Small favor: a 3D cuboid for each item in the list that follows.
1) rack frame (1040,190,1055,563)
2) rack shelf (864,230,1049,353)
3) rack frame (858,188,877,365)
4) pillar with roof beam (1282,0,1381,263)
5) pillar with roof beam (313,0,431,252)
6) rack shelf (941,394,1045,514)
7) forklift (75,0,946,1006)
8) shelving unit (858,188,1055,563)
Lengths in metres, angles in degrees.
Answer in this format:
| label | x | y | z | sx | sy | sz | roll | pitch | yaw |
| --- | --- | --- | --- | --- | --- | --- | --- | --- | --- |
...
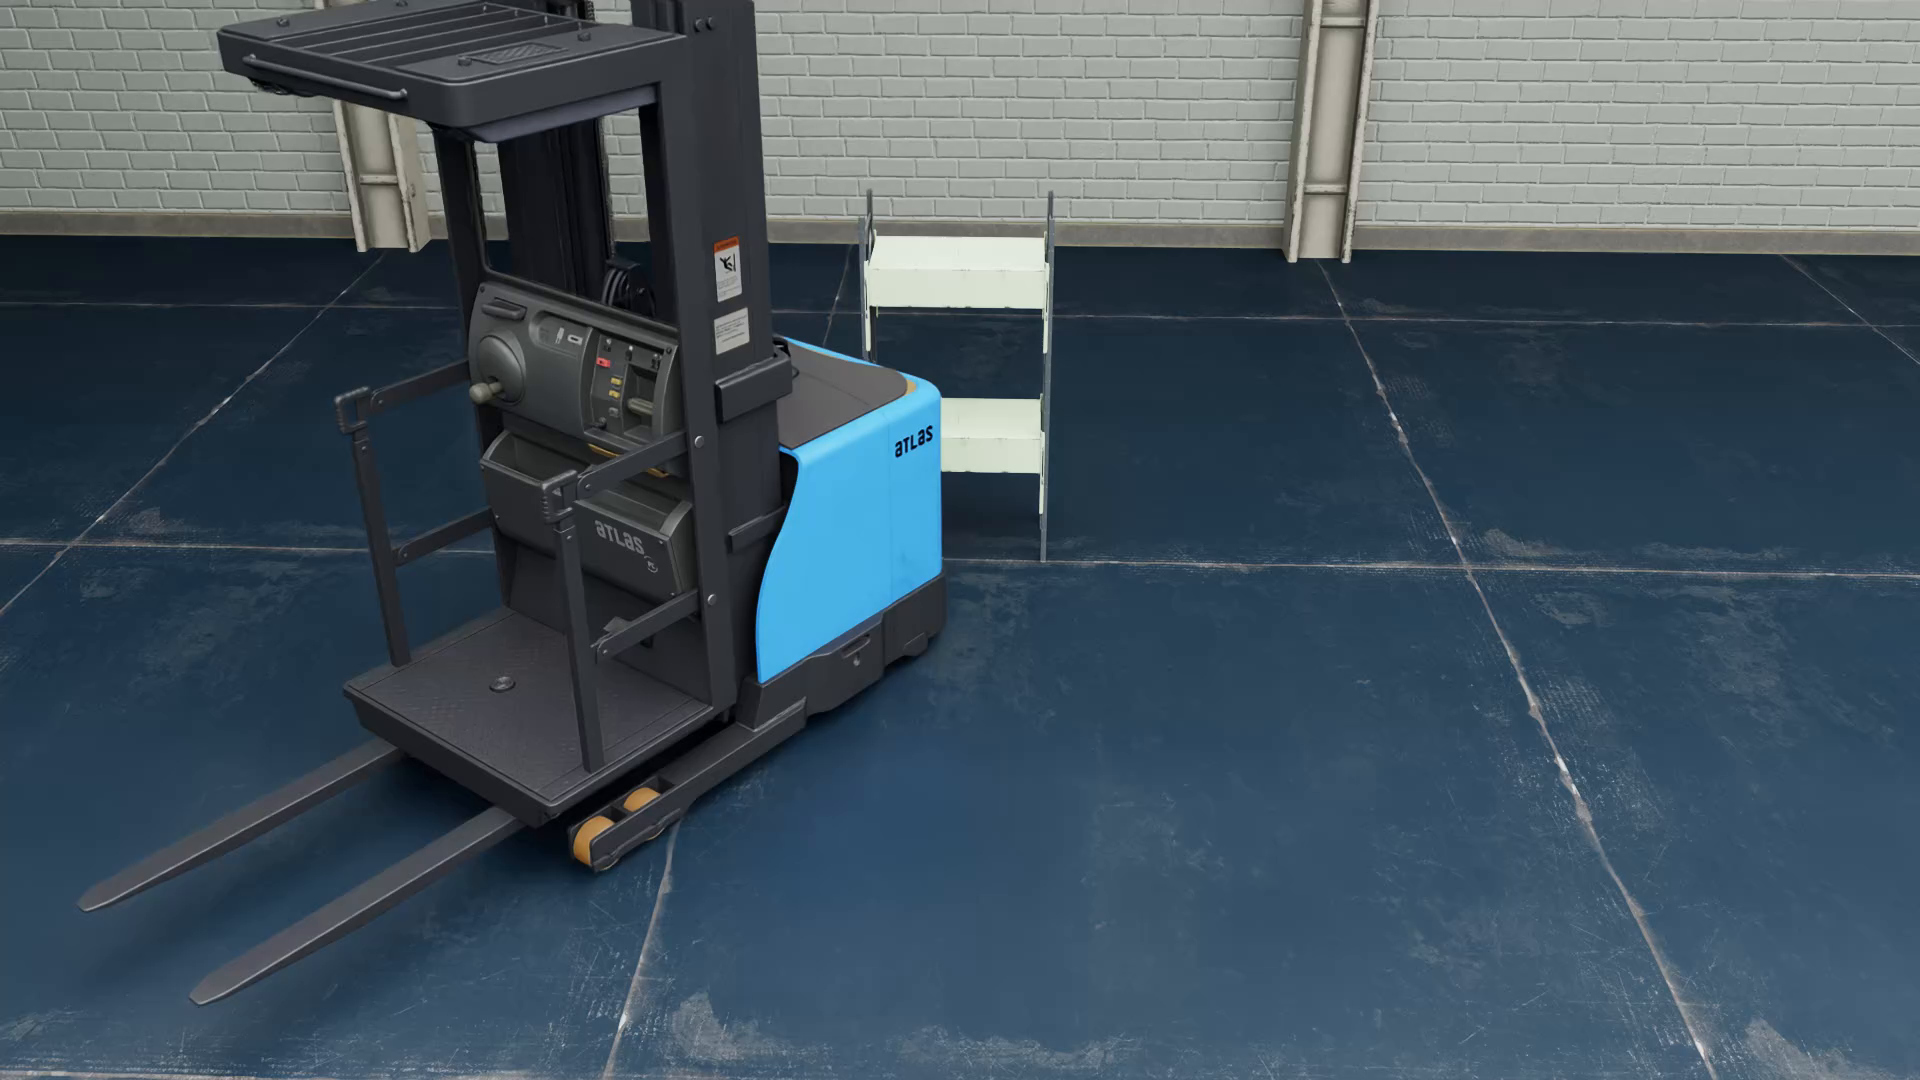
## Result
| label | x | y | z | sx | sy | sz | roll | pitch | yaw |
| --- | --- | --- | --- | --- | --- | --- | --- | --- | --- |
| rack frame | 0.359 | -0.657 | 6.887 | 0.023 | 1.500 | 0.400 | 1 | 28 | 2 |
| rack shelf | -0.007 | -1.008 | 6.716 | 0.720 | 0.370 | 0.431 | 1 | 28 | 2 |
| rack frame | -0.372 | -0.669 | 6.910 | 0.023 | 1.500 | 0.400 | 1 | 28 | 2 |
| pillar with roof beam | 2.140 | -3.800 | 4.811 | 0.400 | 9.000 | 9.100 | 1 | 28 | 2 |
| pillar with roof beam | -3.856 | -3.899 | 4.998 | 0.400 | 9.000 | 9.100 | 1 | 28 | 2 |
| rack shelf | -0.007 | -0.375 | 7.052 | 0.720 | 0.370 | 0.431 | 1 | 28 | 2 |
| forklift | -1.358 | -0.511 | 5.084 | 1.130 | 2.935 | 3.031 | 20 | 34 | 33 |
| shelving unit | -0.007 | -0.663 | 6.899 | 0.755 | 1.500 | 0.431 | 1 | 28 | 2 |
